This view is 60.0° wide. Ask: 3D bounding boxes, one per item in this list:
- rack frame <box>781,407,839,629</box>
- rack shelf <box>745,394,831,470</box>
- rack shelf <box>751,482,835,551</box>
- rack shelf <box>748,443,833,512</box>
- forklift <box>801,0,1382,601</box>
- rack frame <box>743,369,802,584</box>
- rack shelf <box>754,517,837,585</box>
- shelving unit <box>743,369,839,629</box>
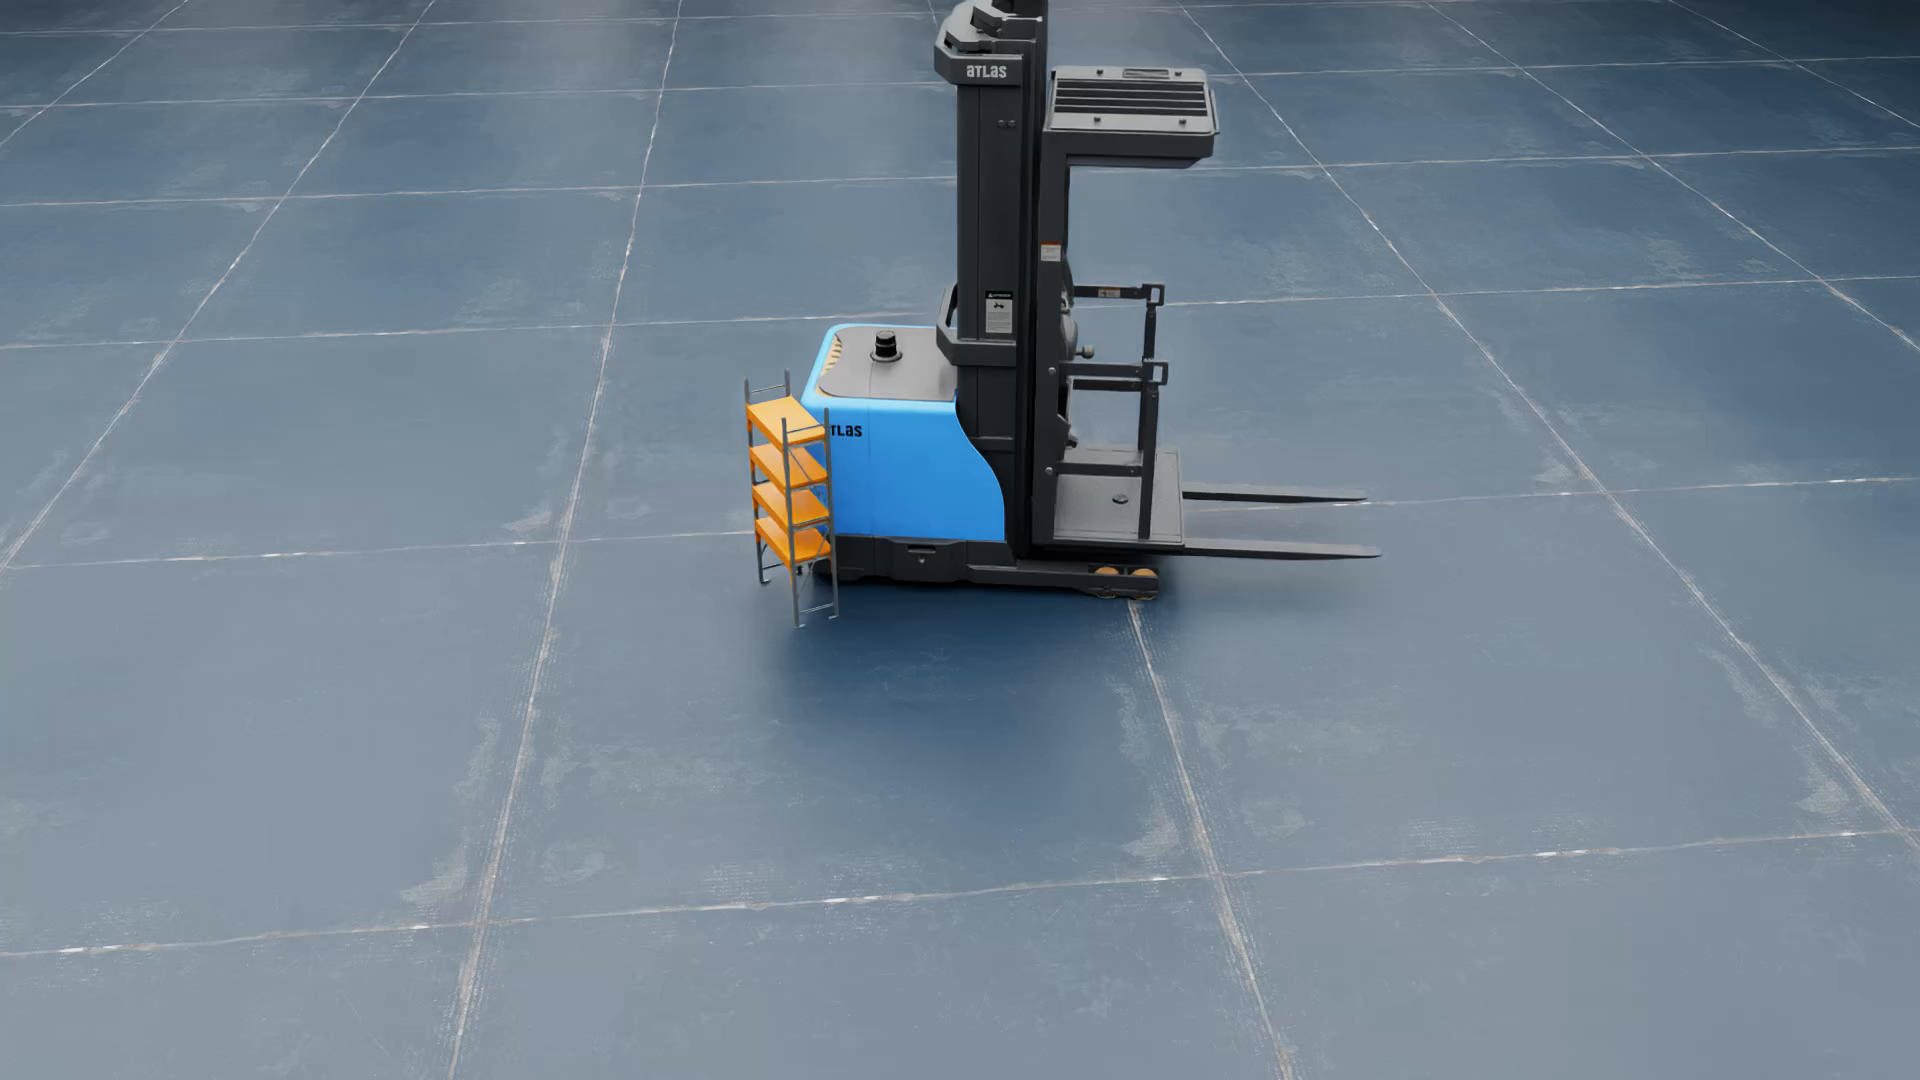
[{"bbox_3d":[-0.737,-0.091,8.232,0.240,1.200,0.015,-15,34,-23],"label":"rack frame"},{"bbox_3d":[-0.852,-0.539,8.215,0.258,0.148,0.480,-15,34,-23],"label":"rack shelf"},{"bbox_3d":[-0.850,-0.144,8.452,0.258,0.148,0.480,-15,34,-23],"label":"rack shelf"},{"bbox_3d":[-0.851,-0.336,8.337,0.258,0.148,0.480,-15,34,-23],"label":"rack shelf"},{"bbox_3d":[0.727,-1.225,8.443,3.031,2.935,1.130,3,31,4],"label":"forklift"},{"bbox_3d":[-0.964,-0.313,8.603,0.240,1.200,0.015,-15,34,-23],"label":"rack frame"},{"bbox_3d":[-0.850,0.026,8.554,0.258,0.148,0.480,-15,34,-23],"label":"rack shelf"},{"bbox_3d":[-0.850,-0.202,8.417,0.258,1.200,0.503,-15,34,-23],"label":"shelving unit"}]
